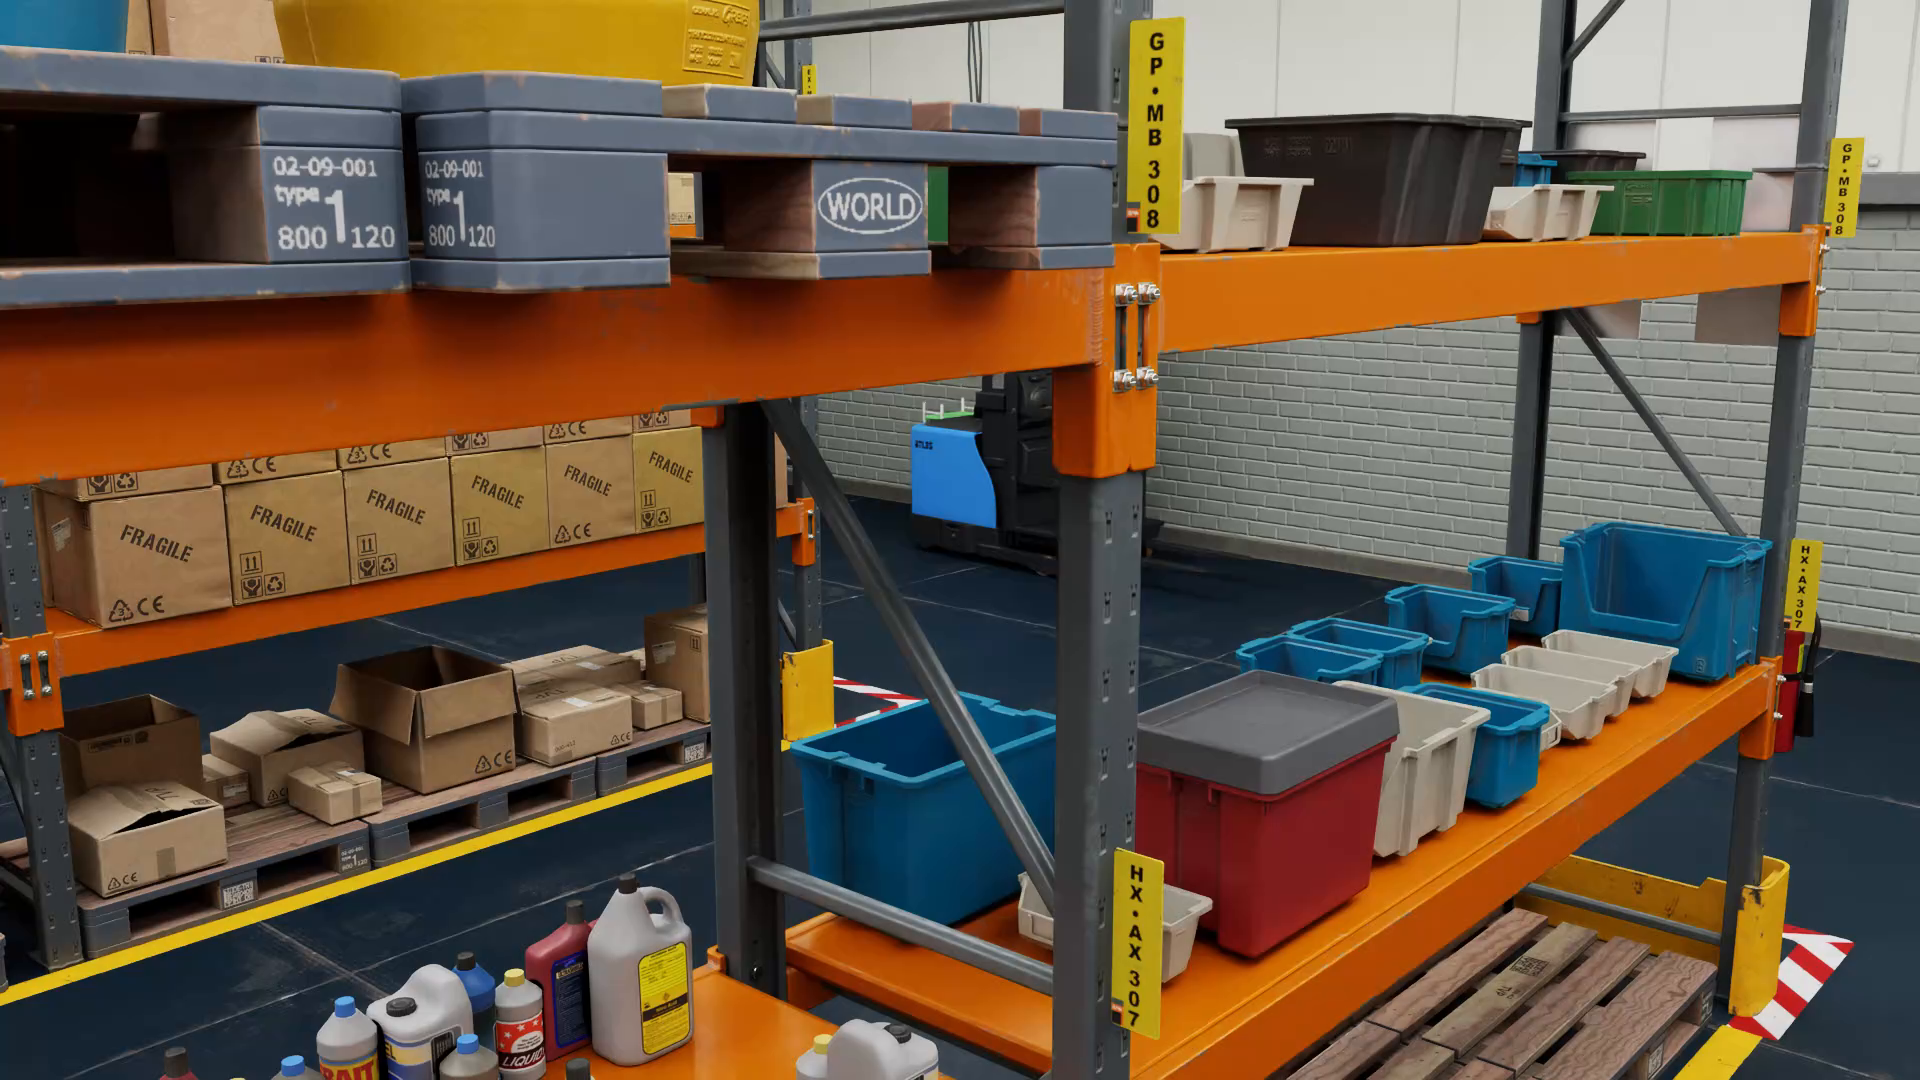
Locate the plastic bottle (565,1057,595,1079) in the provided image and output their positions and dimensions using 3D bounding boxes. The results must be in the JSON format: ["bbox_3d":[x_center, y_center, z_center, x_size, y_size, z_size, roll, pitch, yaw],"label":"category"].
[{"bbox_3d":[-0.576,0.943,2.457,0.144,0.351,0.185,10,15,40],"label":"plastic bottle"}]

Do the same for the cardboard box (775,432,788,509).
[{"bbox_3d":[-1.276,-0.417,8.888,0.500,0.500,0.500,10,15,42],"label":"cardboard box"}]

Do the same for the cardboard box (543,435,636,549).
[{"bbox_3d":[-1.949,-0.268,8.139,0.500,0.500,0.500,10,15,41],"label":"cardboard box"}]

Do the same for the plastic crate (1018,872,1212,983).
[{"bbox_3d":[0.308,0.810,3.518,0.396,0.136,0.243,10,15,40],"label":"plastic crate"}]

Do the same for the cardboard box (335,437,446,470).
[{"bbox_3d":[-2.623,-0.605,7.273,0.500,0.500,0.500,9,15,39],"label":"cardboard box"}]

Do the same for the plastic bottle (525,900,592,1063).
[{"bbox_3d":[-0.758,0.836,3.167,0.061,0.283,0.133,10,15,40],"label":"plastic bottle"}]

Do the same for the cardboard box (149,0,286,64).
[{"bbox_3d":[-3.097,-2.023,6.715,0.700,0.500,0.500,10,15,40],"label":"cardboard box"}]

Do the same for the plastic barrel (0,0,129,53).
[{"bbox_3d":[-1.119,-0.892,1.508,0.600,0.901,0.708,10,15,40],"label":"plastic barrel"}]

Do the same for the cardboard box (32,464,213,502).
[{"bbox_3d":[-3.303,-0.453,6.514,0.500,0.500,0.500,10,15,42],"label":"cardboard box"}]

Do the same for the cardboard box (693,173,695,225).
[{"bbox_3d":[-1.326,-1.757,8.576,0.500,0.250,0.500,10,15,40],"label":"cardboard box"}]

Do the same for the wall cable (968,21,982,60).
[{"bbox_3d":[1.126,-5.441,14.013,3.097,2.526,0.112,10,15,40],"label":"wall cable"}]

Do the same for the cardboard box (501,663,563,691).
[{"bbox_3d":[-2.417,0.854,8.676,0.500,0.250,0.500,10,15,40],"label":"cardboard box"}]

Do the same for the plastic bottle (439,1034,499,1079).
[{"bbox_3d":[-0.834,0.943,2.837,0.097,0.201,0.097,0,11,0],"label":"plastic bottle"}]

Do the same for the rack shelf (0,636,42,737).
[{"bbox_3d":[-5.146,0.766,5.054,1.077,0.370,4.000,10,15,40],"label":"rack shelf"}]

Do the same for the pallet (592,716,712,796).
[{"bbox_3d":[-1.761,1.027,9.033,1.003,0.211,1.213,10,15,40],"label":"pallet"}]

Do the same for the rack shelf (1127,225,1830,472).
[{"bbox_3d":[1.213,-0.652,4.498,1.077,0.370,4.000,10,15,40],"label":"rack shelf"}]

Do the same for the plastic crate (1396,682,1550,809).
[{"bbox_3d":[1.370,0.559,4.526,0.416,0.233,0.300,10,15,40],"label":"plastic crate"}]

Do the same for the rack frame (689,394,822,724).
[{"bbox_3d":[-1.185,-0.470,9.404,1.000,3.000,0.127,10,15,40],"label":"rack frame"}]

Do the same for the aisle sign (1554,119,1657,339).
[{"bbox_3d":[2.358,-1.152,6.185,0.394,0.787,0.004,10,15,40],"label":"aisle sign"}]

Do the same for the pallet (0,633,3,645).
[{"bbox_3d":[-6.183,0.564,11.347,1.003,0.211,1.213,10,15,40],"label":"pallet"}]

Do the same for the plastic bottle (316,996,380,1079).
[{"bbox_3d":[-1.037,0.909,2.829,0.097,0.271,0.097,0,11,0],"label":"plastic bottle"}]

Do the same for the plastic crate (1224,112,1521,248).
[{"bbox_3d":[0.919,-0.794,3.705,0.497,0.269,0.590,10,15,40],"label":"plastic crate"}]

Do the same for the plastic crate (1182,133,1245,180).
[{"bbox_3d":[0.839,-0.955,4.480,0.437,0.282,0.530,10,15,40],"label":"plastic crate"}]

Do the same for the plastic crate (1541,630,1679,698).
[{"bbox_3d":[2.131,0.415,5.497,0.396,0.136,0.243,10,15,40],"label":"plastic crate"}]

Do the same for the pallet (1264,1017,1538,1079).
[{"bbox_3d":[1.154,1.834,4.991,1.003,0.211,1.213,10,15,40],"label":"pallet"}]

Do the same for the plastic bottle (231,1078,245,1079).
[{"bbox_3d":[-1.166,0.972,2.693,0.097,0.201,0.097,0,11,0],"label":"plastic bottle"}]

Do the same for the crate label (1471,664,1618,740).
[{"bbox_3d":[1.763,0.500,5.071,0.396,0.136,0.243,10,15,40],"label":"crate label"}]

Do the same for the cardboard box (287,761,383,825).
[{"bbox_3d":[-2.822,1.130,7.504,0.380,0.166,0.250,10,15,40],"label":"cardboard box"}]

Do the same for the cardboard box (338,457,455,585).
[{"bbox_3d":[-2.617,-0.119,7.393,0.500,0.500,0.500,10,15,40],"label":"cardboard box"}]

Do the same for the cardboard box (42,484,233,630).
[{"bbox_3d":[-3.284,0.030,6.647,0.500,0.500,0.500,10,15,42],"label":"cardboard box"}]

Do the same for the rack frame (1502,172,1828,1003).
[{"bbox_3d":[2.533,0.171,6.195,1.000,3.000,0.127,10,15,40],"label":"rack frame"}]

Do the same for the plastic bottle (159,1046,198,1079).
[{"bbox_3d":[-1.256,0.947,2.611,0.061,0.283,0.133,10,15,40],"label":"plastic bottle"}]

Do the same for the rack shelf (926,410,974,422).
[{"bbox_3d":[-0.063,-1.054,14.799,0.258,0.148,0.480,11,16,43],"label":"rack shelf"}]

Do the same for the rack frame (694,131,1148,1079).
[{"bbox_3d":[-0.107,0.760,3.248,1.000,3.000,0.127,10,15,40],"label":"rack frame"}]

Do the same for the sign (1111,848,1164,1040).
[{"bbox_3d":[0.305,0.696,2.863,0.100,0.325,0.005,10,15,40],"label":"sign"}]

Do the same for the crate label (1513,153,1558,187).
[{"bbox_3d":[1.682,-1.133,5.445,0.408,0.251,0.502,10,15,40],"label":"crate label"}]

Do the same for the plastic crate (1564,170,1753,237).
[{"bbox_3d":[2.097,-1.014,5.010,0.450,0.188,0.336,10,15,40],"label":"plastic crate"}]

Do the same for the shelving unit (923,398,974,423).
[{"bbox_3d":[-0.063,-0.646,14.880,0.258,1.200,0.503,11,16,43],"label":"shelving unit"}]

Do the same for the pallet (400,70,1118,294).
[{"bbox_3d":[-0.551,-0.490,2.332,1.213,0.211,1.003,10,15,40],"label":"pallet"}]

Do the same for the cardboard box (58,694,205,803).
[{"bbox_3d":[-3.662,1.009,7.262,0.500,0.500,0.500,10,15,40],"label":"cardboard box"}]

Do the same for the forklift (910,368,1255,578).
[{"bbox_3d":[0.969,-1.235,13.414,3.031,2.935,1.130,11,16,43],"label":"forklift"}]

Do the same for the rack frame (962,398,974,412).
[{"bbox_3d":[0.108,-0.680,15.051,0.240,1.200,0.015,11,16,43],"label":"rack frame"}]

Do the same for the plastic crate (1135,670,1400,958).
[{"bbox_3d":[0.671,0.600,3.731,0.402,0.464,0.583,10,15,40],"label":"plastic crate"}]

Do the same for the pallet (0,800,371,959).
[{"bbox_3d":[-3.371,1.386,7.236,1.003,0.211,1.213,10,15,40],"label":"pallet"}]

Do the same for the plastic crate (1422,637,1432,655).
[{"bbox_3d":[1.401,0.401,5.563,0.250,0.136,0.298,10,15,40],"label":"plastic crate"}]

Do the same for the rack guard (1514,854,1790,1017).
[{"bbox_3d":[2.540,1.392,6.465,1.175,0.500,0.348,10,15,40],"label":"rack guard"}]

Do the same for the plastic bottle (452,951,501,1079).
[{"bbox_3d":[-0.884,0.875,3.000,0.097,0.271,0.097,0,11,0],"label":"plastic bottle"}]

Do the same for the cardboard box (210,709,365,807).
[{"bbox_3d":[-3.167,0.991,7.833,0.500,0.311,0.500,10,15,40],"label":"cardboard box"}]

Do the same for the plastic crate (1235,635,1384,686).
[{"bbox_3d":[1.056,0.456,5.045,0.416,0.233,0.300,10,15,40],"label":"plastic crate"}]

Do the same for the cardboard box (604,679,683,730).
[{"bbox_3d":[-1.694,0.864,8.838,0.380,0.166,0.250,10,15,40],"label":"cardboard box"}]

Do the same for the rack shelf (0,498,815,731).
[{"bbox_3d":[-2.505,0.177,8.001,1.077,0.370,4.000,10,15,40],"label":"rack shelf"}]

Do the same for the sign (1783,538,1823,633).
[{"bbox_3d":[2.957,0.160,5.834,0.100,0.325,0.005,10,15,40],"label":"sign"}]

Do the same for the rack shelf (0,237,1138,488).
[{"bbox_3d":[-1.427,-0.064,1.551,1.077,0.370,4.000,10,15,40],"label":"rack shelf"}]

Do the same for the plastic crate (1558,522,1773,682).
[{"bbox_3d":[2.453,0.198,5.818,0.616,0.435,0.499,10,15,40],"label":"plastic crate"}]

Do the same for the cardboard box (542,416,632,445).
[{"bbox_3d":[-1.944,-0.757,8.033,0.500,0.500,0.500,10,15,42],"label":"cardboard box"}]

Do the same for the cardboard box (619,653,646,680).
[{"bbox_3d":[-1.885,0.758,9.368,0.380,0.166,0.250,10,15,40],"label":"cardboard box"}]
